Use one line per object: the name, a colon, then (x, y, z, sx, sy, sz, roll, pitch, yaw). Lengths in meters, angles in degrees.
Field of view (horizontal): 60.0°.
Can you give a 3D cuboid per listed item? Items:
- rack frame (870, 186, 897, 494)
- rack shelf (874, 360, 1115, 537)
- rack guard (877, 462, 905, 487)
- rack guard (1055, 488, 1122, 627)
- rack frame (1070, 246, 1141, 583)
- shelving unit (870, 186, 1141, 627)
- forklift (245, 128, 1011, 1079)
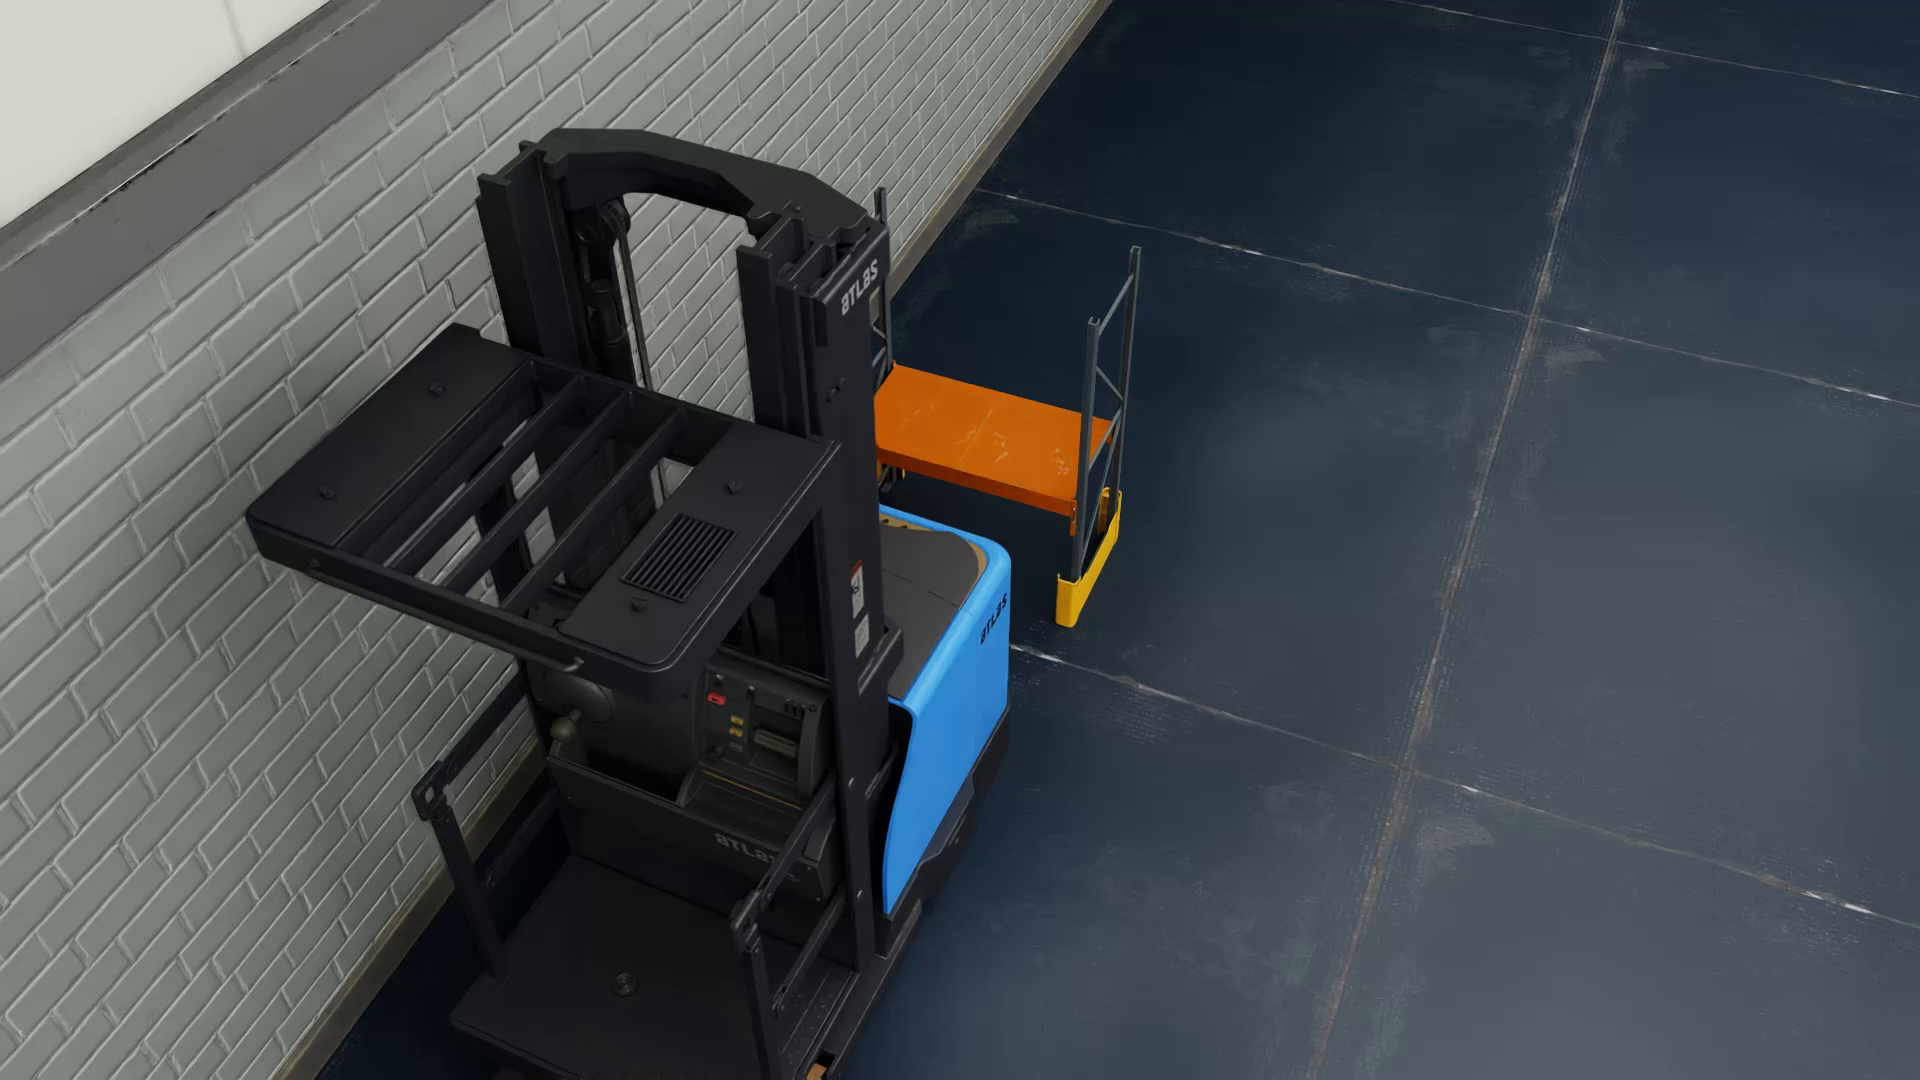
rack frame: (-0.390, -0.647, 6.675, 0.032, 1.500, 0.500, 16, 47, 16)
rack shelf: (0.079, -0.381, 6.664, 1.000, 0.185, 0.538, 16, 47, 16)
rack guard: (-0.389, -0.203, 7.116, 0.087, 0.250, 0.587, 16, 47, 16)
rack guard: (0.530, 0.067, 6.844, 0.087, 0.250, 0.587, 16, 47, 16)
rack frame: (0.548, -0.370, 6.398, 0.032, 1.500, 0.500, 16, 47, 16)
shelving unit: (0.070, -0.511, 6.539, 1.083, 1.500, 0.587, 16, 47, 16)
forklift: (-0.888, 0.544, 4.464, 1.130, 2.935, 3.031, 18, 48, 17)
